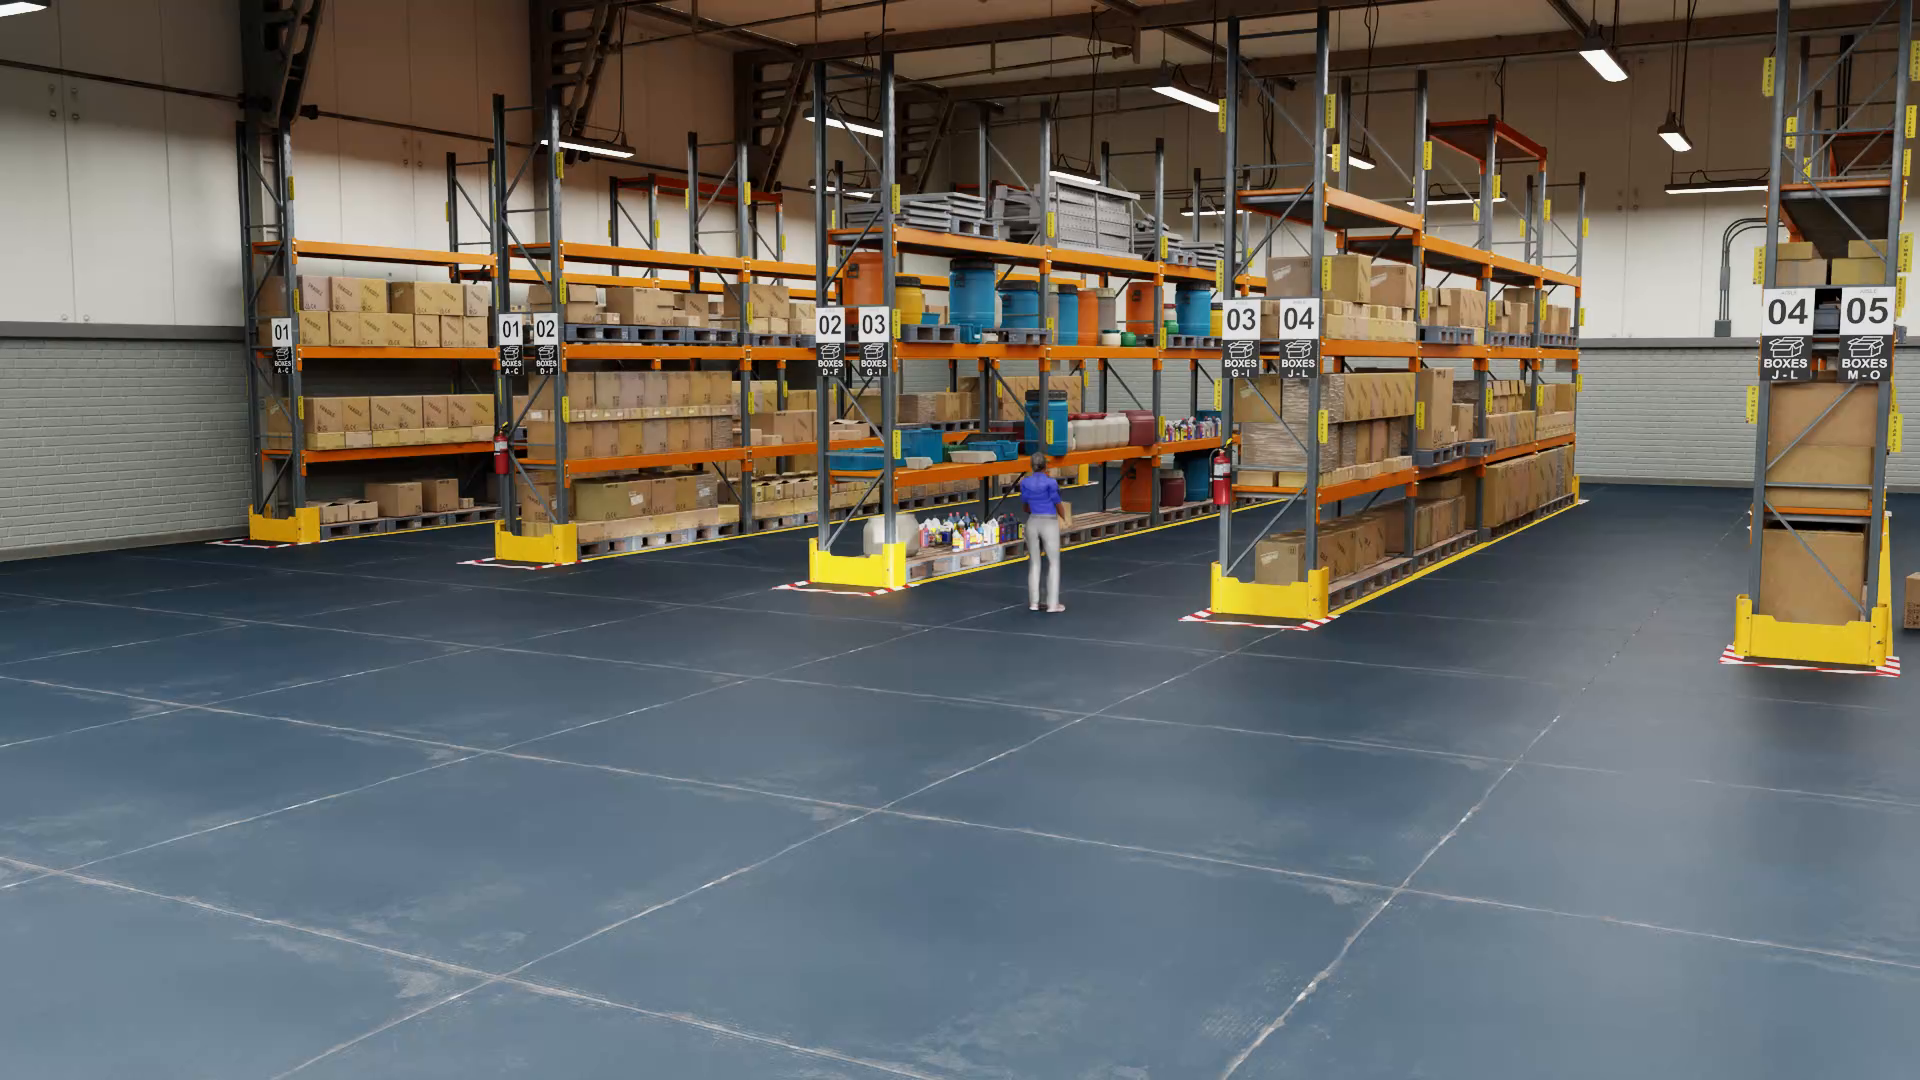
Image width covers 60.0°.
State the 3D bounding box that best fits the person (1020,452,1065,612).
[{"bbox_3d":[0.880,-0.096,17.308,0.458,1.653,0.510,3,7,26],"label":"person"}]
